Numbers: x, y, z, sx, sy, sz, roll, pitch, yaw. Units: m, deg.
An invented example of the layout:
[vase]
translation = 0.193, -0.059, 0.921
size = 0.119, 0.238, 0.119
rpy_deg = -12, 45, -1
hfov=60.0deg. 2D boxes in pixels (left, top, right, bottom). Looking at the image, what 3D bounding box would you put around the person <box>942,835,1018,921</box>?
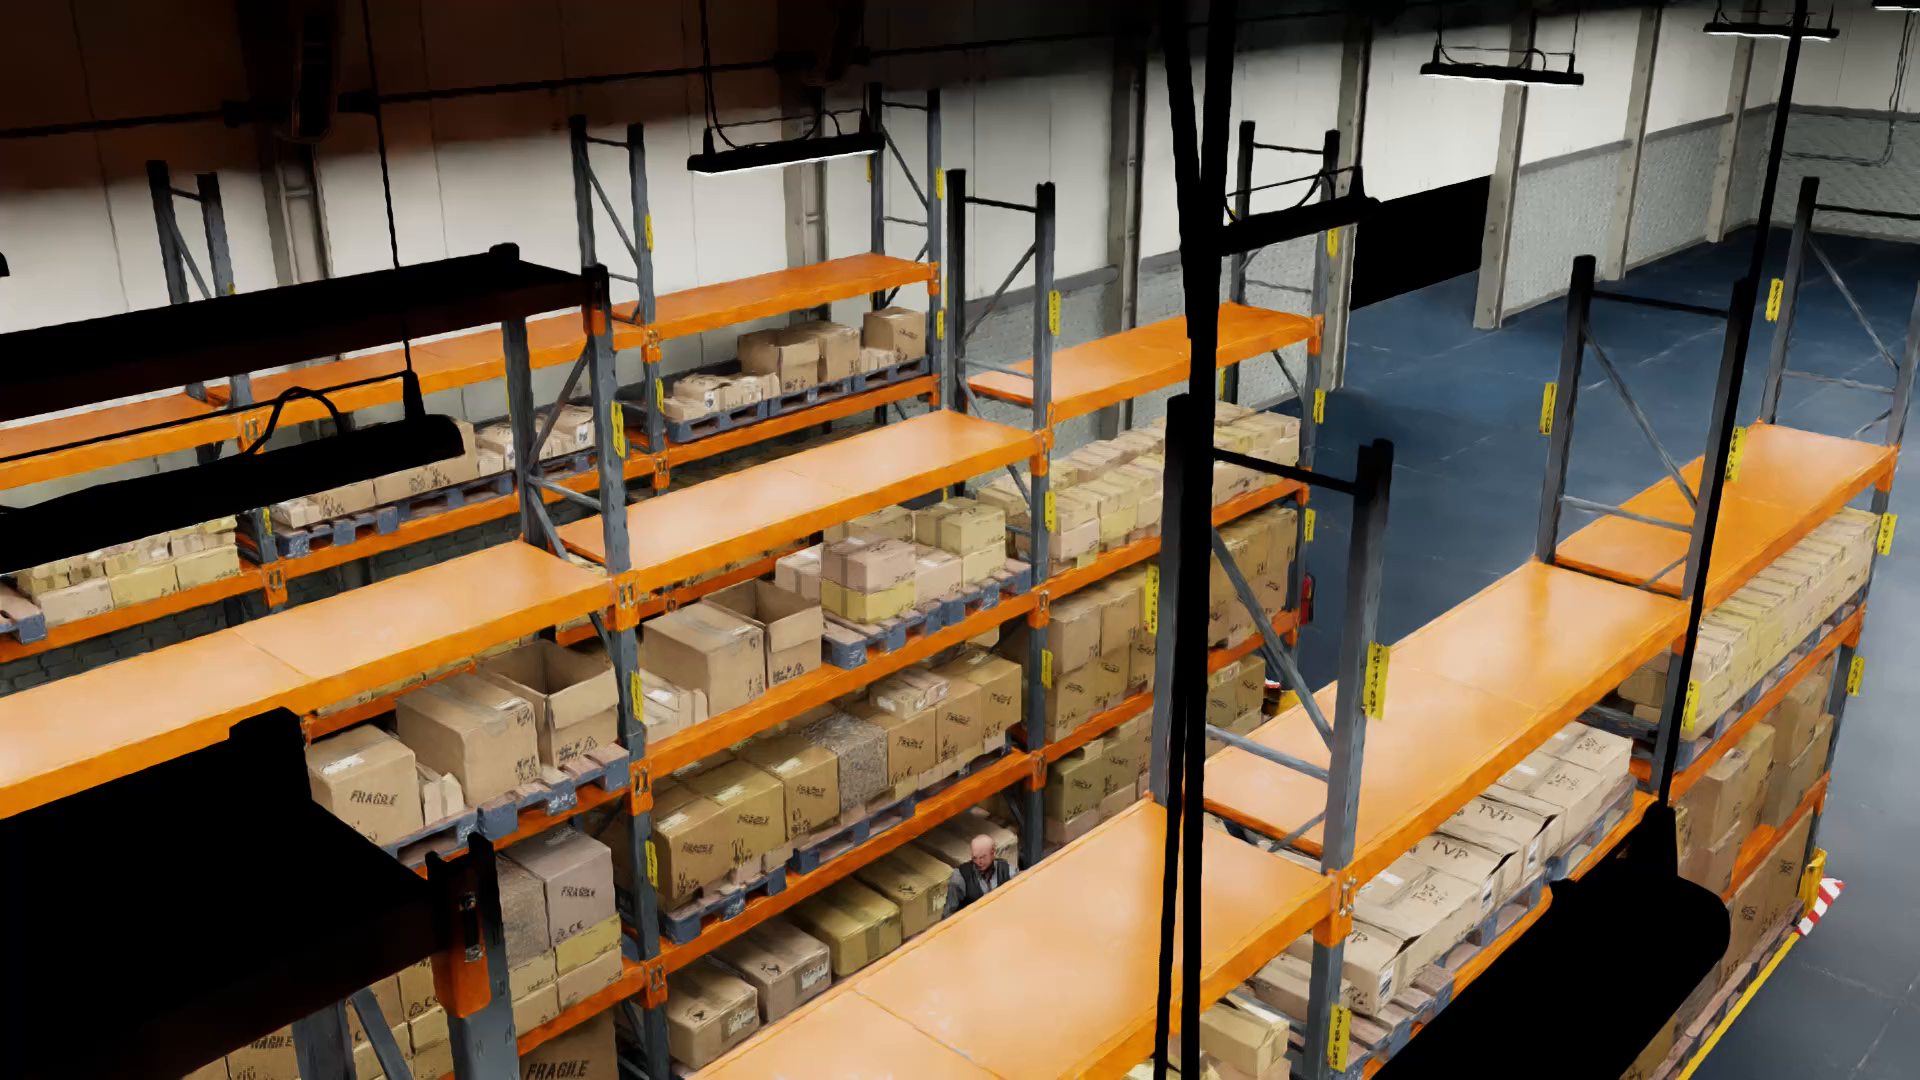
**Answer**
[person]
translation = 0.163, 2.914, 12.092
size = 0.632, 1.718, 0.581
rpy_deg = -8, 23, -20
